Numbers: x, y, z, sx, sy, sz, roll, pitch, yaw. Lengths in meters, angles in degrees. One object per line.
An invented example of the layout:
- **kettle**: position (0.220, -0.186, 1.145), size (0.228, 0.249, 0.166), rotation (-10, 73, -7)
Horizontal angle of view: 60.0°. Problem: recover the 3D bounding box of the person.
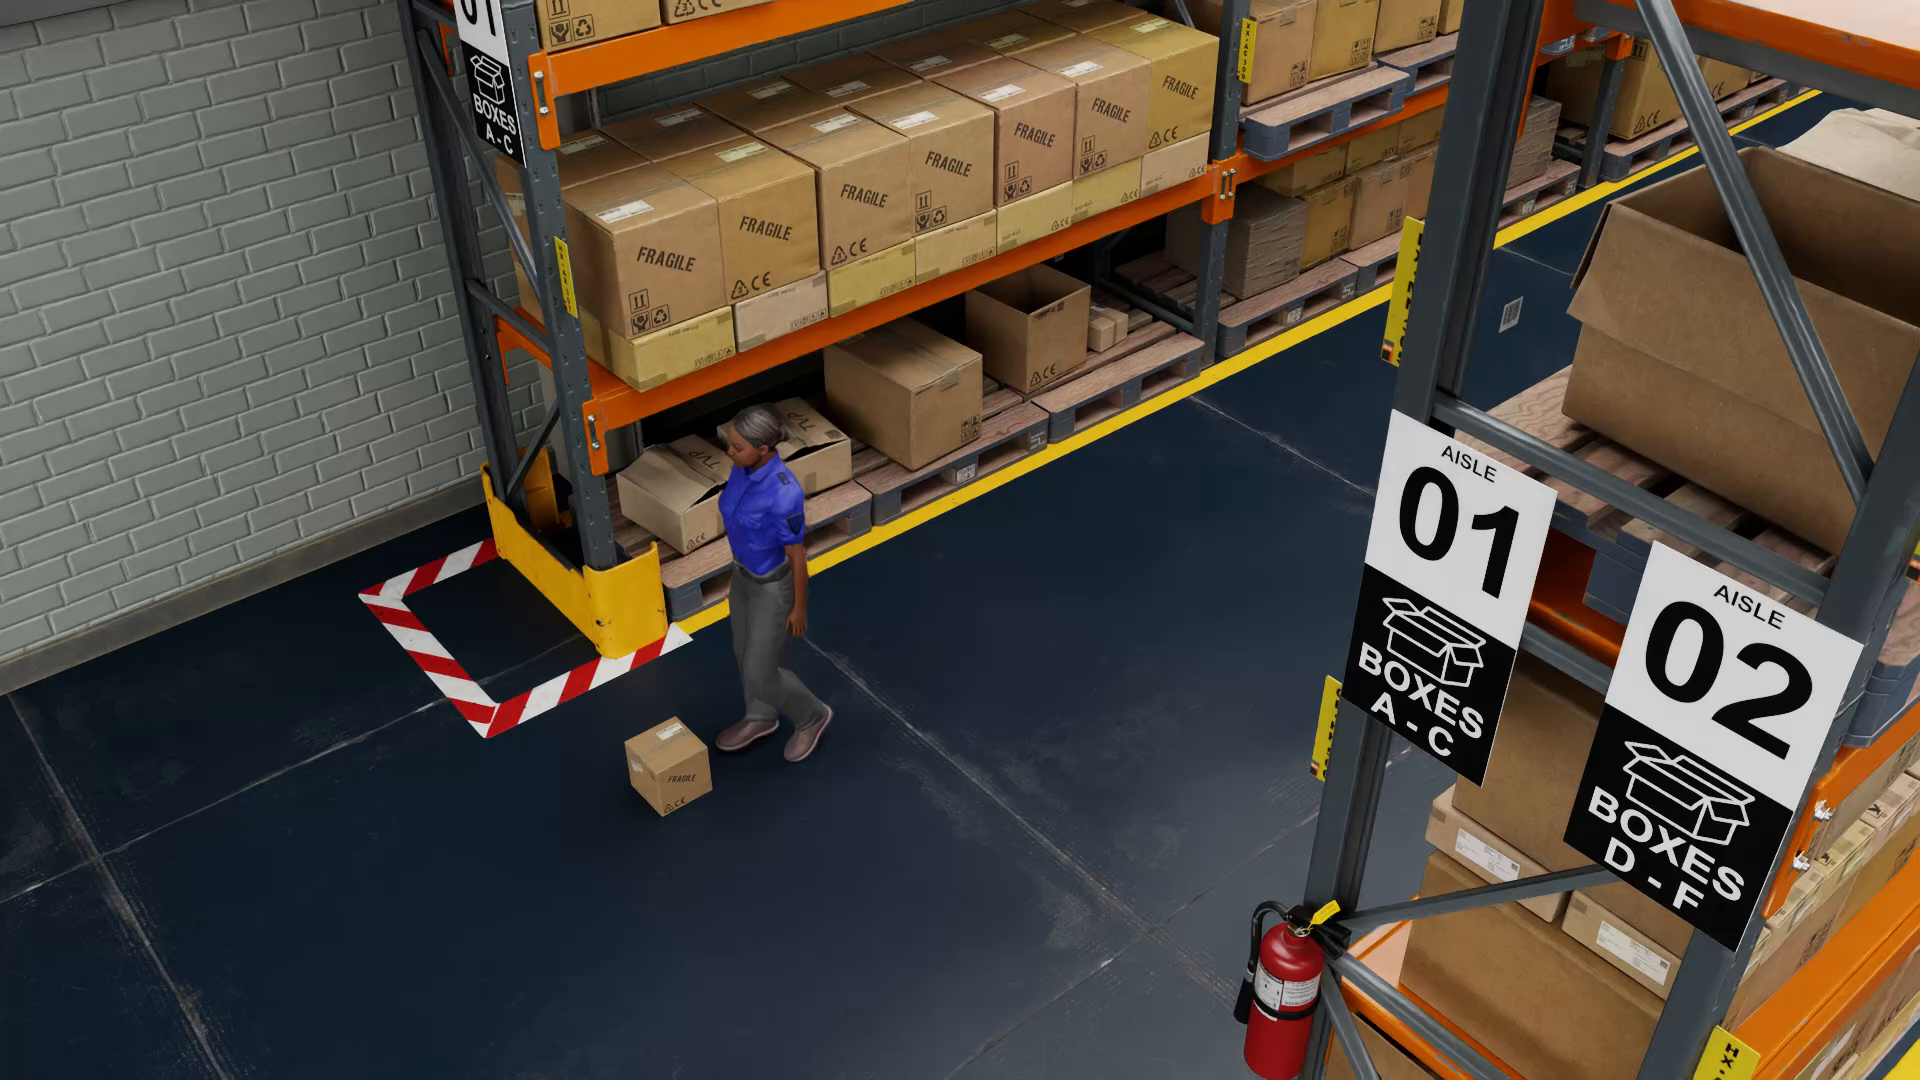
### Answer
- **person**: position (-0.824, 0.208, 6.789), size (0.466, 1.695, 0.471), rotation (-21, 41, -26)
